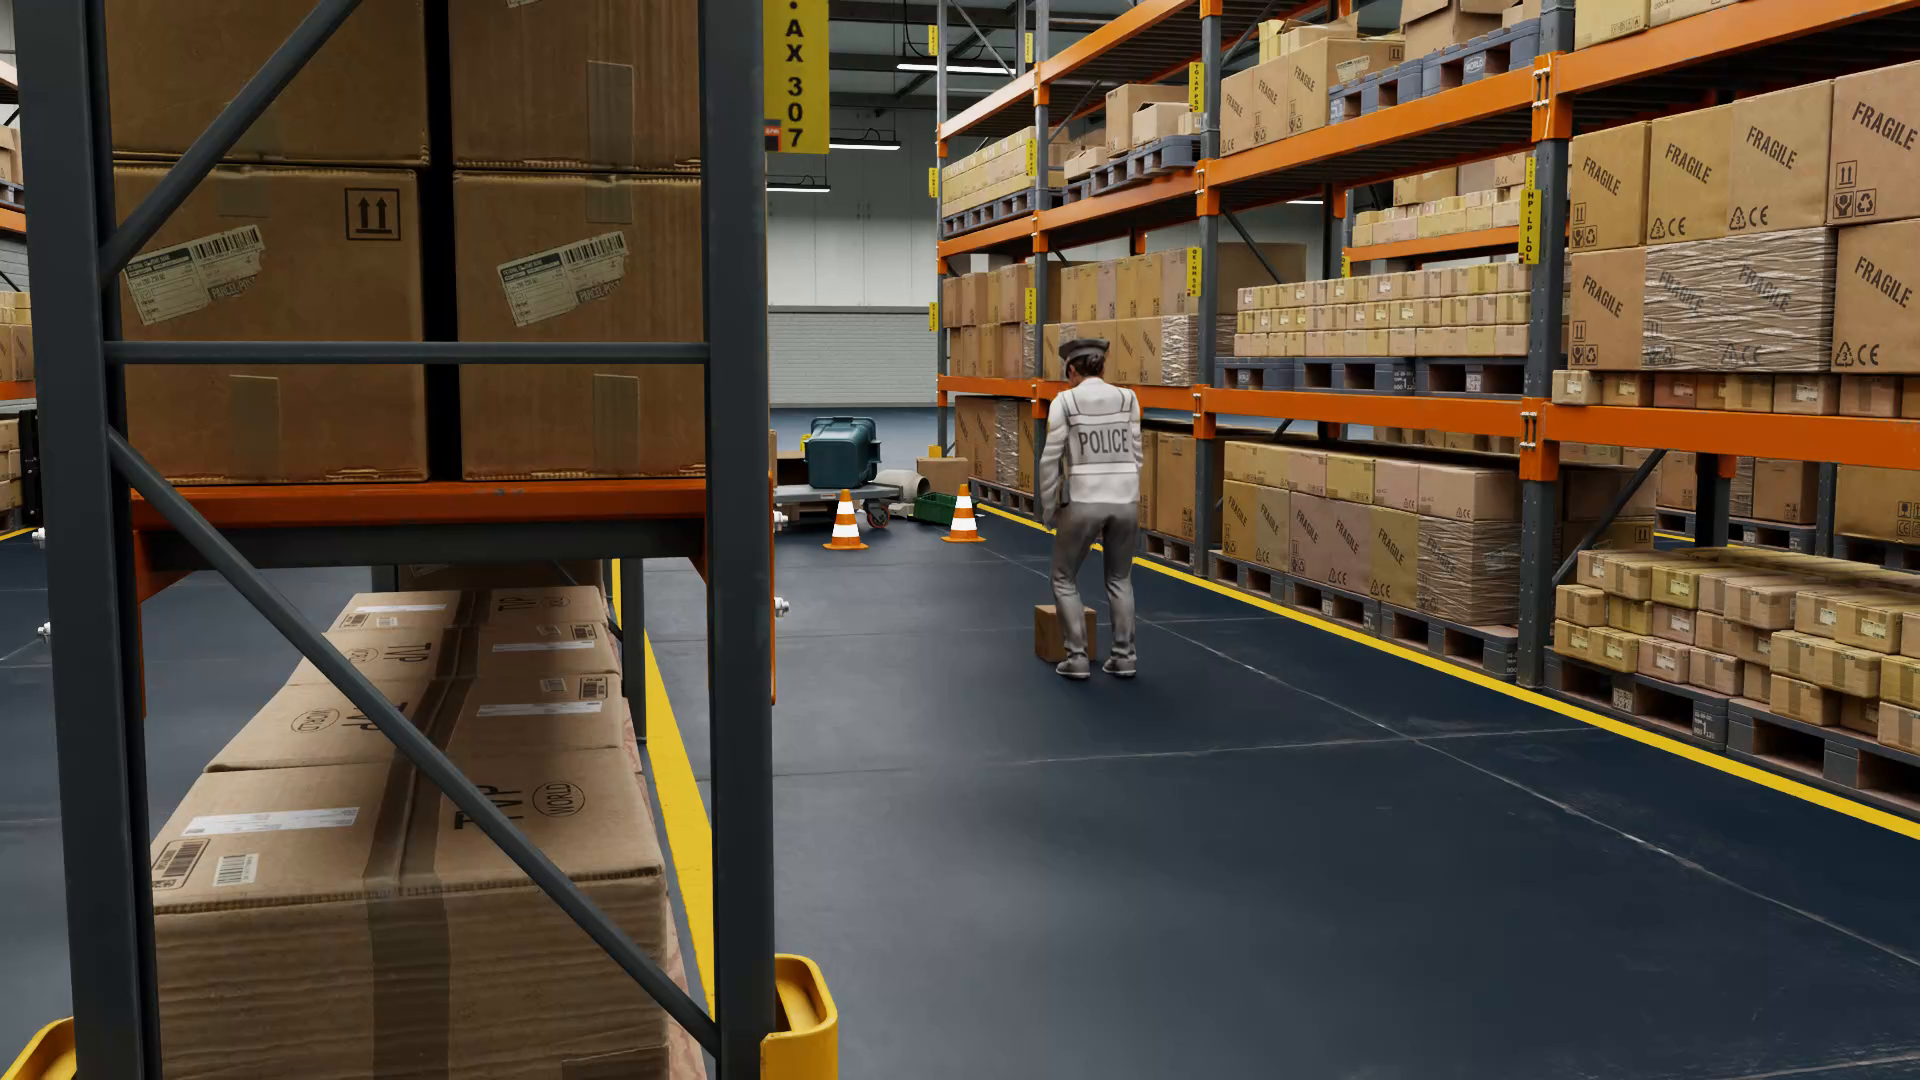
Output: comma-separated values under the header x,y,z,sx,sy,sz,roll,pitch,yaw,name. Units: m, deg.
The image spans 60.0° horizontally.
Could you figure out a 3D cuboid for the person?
x,y,z,sx,sy,sz,roll,pitch,yaw,name
0.602,-0.040,7.914,0.535,1.375,0.709,-2,6,-14,person
